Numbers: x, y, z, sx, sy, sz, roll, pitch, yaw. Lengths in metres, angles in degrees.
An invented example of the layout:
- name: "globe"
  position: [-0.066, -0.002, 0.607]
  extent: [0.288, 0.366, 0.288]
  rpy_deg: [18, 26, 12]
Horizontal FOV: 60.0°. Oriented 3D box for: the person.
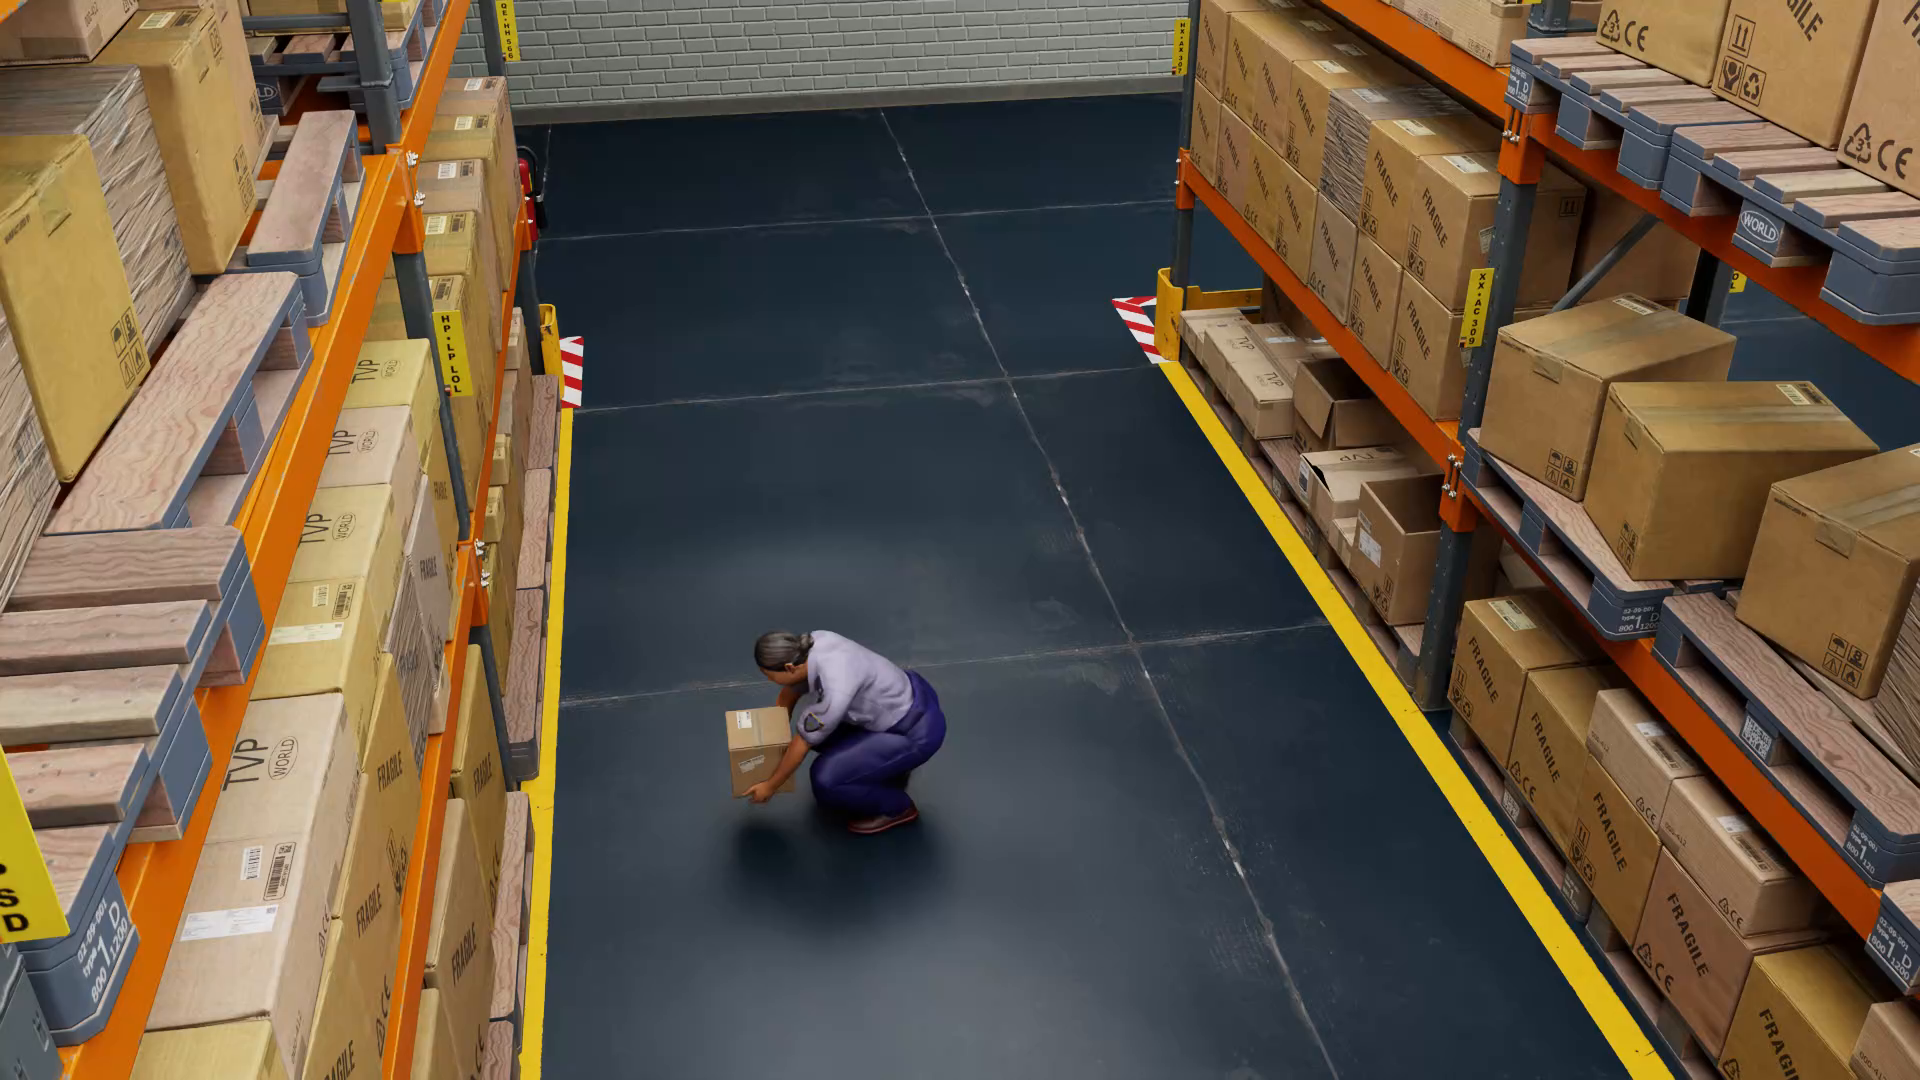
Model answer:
- name: "person"
  position: [-0.477, 0.713, 6.668]
  extent: [0.836, 0.933, 0.516]
  rpy_deg: [-6, 31, -10]
